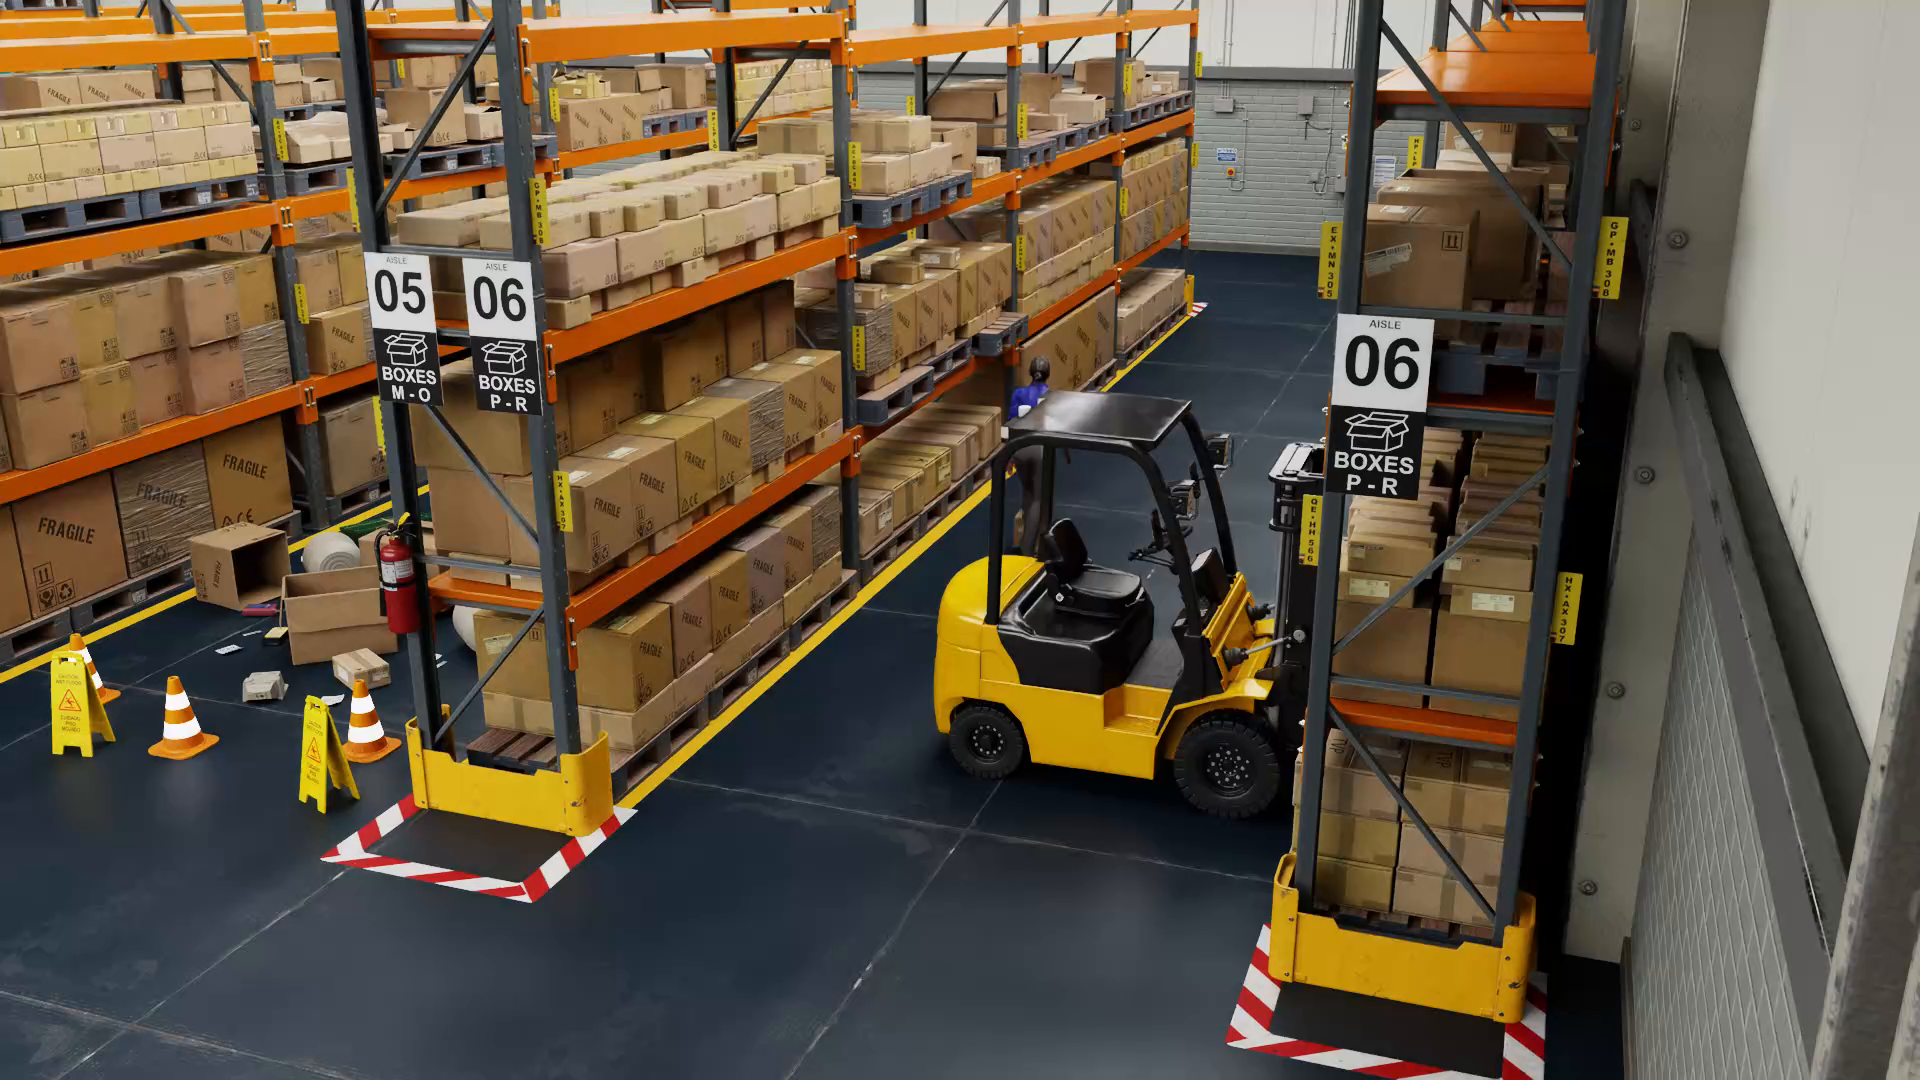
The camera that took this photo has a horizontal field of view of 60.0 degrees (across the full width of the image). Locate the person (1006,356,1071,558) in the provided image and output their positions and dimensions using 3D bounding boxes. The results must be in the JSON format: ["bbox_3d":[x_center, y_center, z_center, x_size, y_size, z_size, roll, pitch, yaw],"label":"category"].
[{"bbox_3d":[0.644,-0.675,13.611,0.470,1.690,0.783,8,20,22],"label":"person"}]
